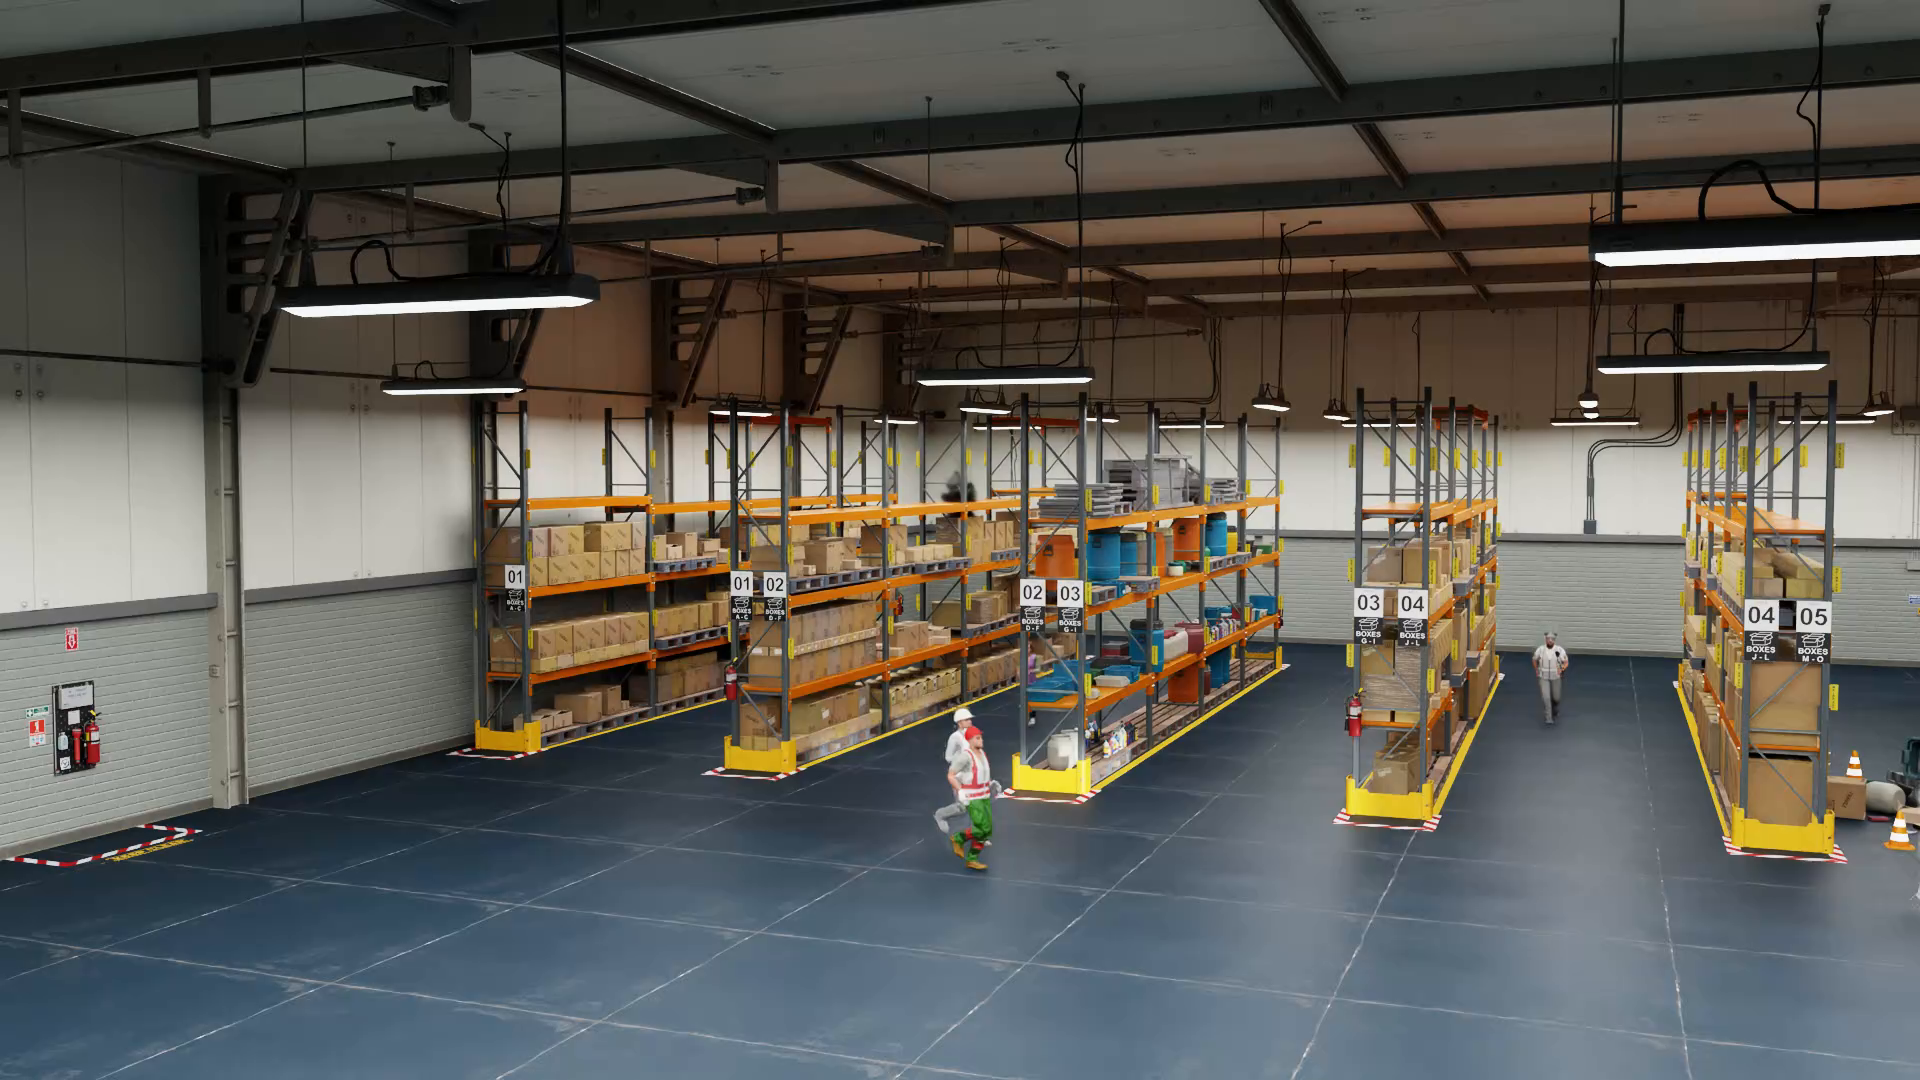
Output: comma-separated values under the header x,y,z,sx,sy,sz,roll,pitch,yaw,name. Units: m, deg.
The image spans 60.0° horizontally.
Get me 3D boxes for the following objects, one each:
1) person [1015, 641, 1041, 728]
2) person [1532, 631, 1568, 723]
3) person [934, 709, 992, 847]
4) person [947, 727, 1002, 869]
x,y,z,sx,sy,sz,roll,pitch,yaw,name
1.257,2.699,30.866,0.503,1.644,0.710,1,3,10,person
11.210,2.592,31.602,0.656,1.739,0.644,1,3,20,person
0.065,3.066,21.592,0.904,1.758,0.660,2,4,41,person
0.208,3.144,20.267,0.567,1.735,0.657,2,3,36,person
